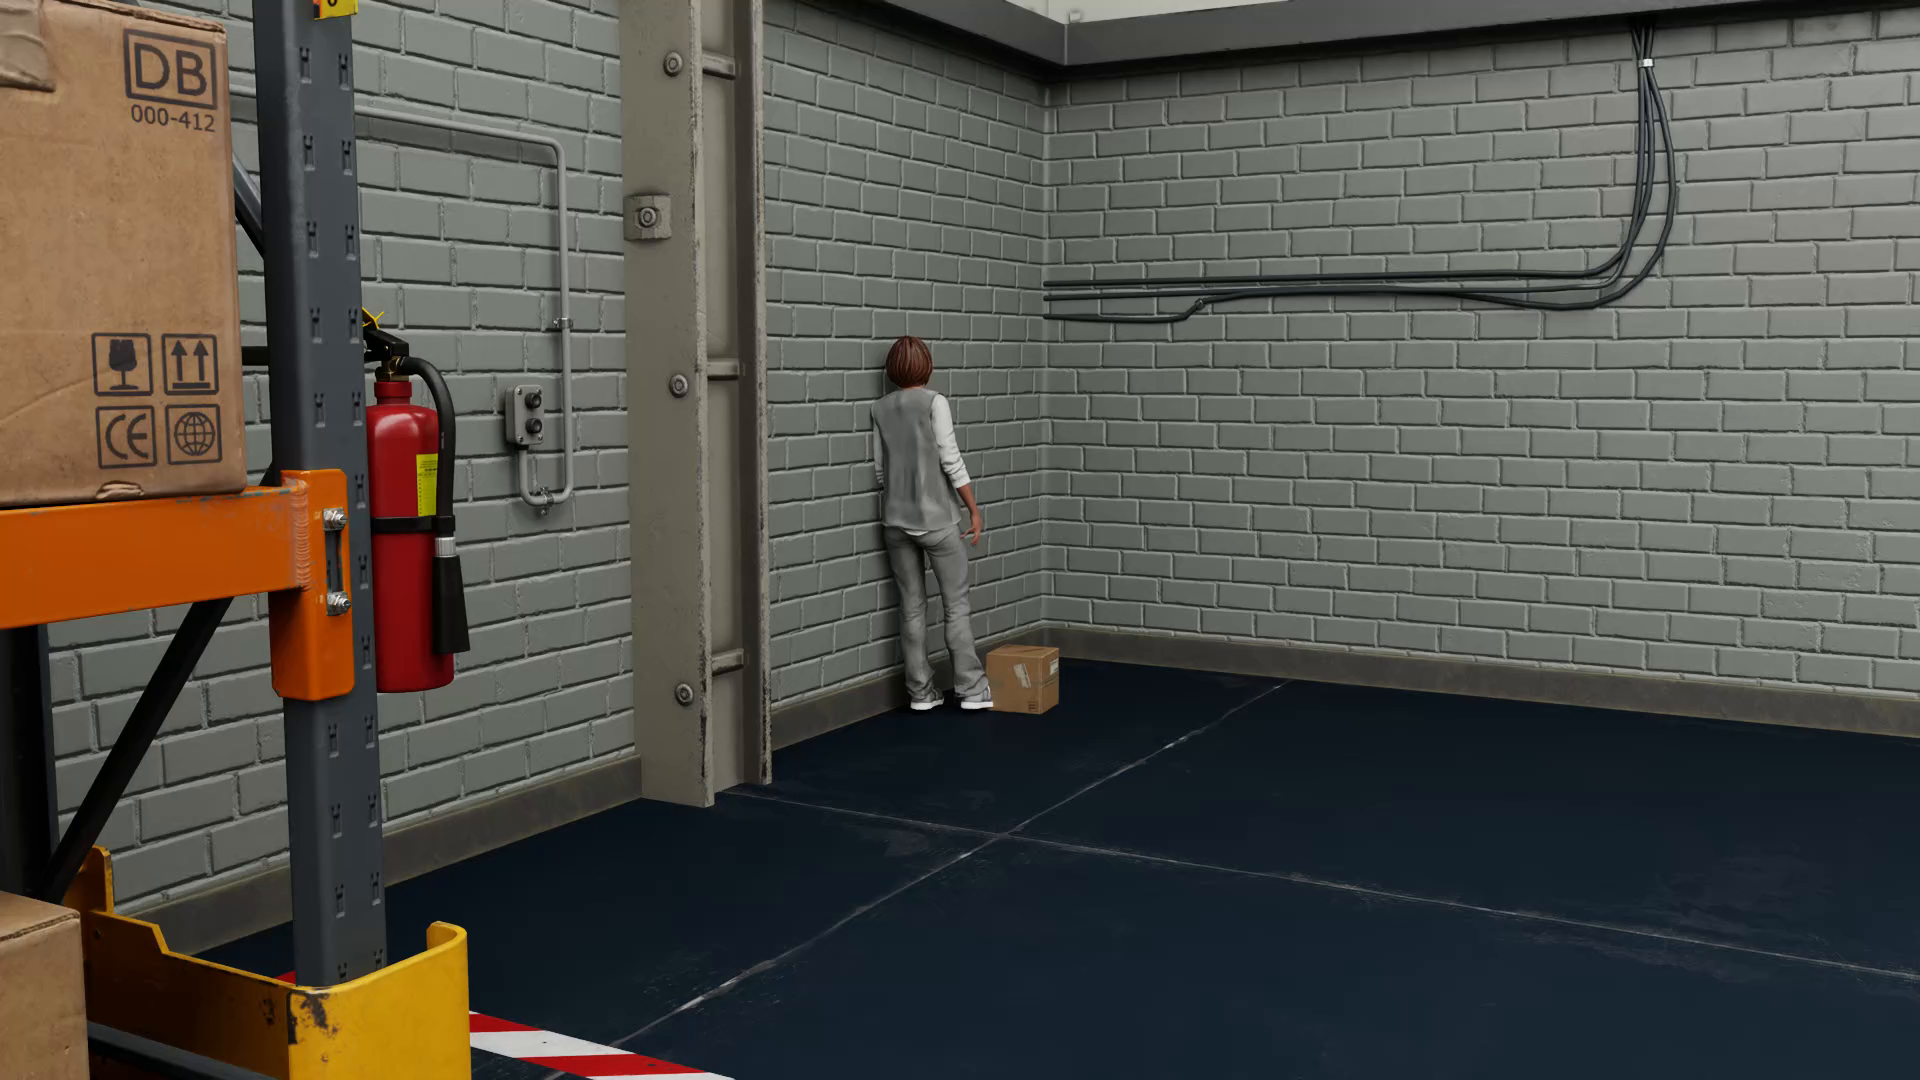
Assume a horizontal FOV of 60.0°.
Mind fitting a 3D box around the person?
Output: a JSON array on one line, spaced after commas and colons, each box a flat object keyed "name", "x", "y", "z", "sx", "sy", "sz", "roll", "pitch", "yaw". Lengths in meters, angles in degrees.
[{"name": "person", "x": -0.115, "y": -0.068, "z": 7.104, "sx": 0.519, "sy": 1.598, "sz": 0.474, "roll": 3, "pitch": 7, "yaw": 29}]
